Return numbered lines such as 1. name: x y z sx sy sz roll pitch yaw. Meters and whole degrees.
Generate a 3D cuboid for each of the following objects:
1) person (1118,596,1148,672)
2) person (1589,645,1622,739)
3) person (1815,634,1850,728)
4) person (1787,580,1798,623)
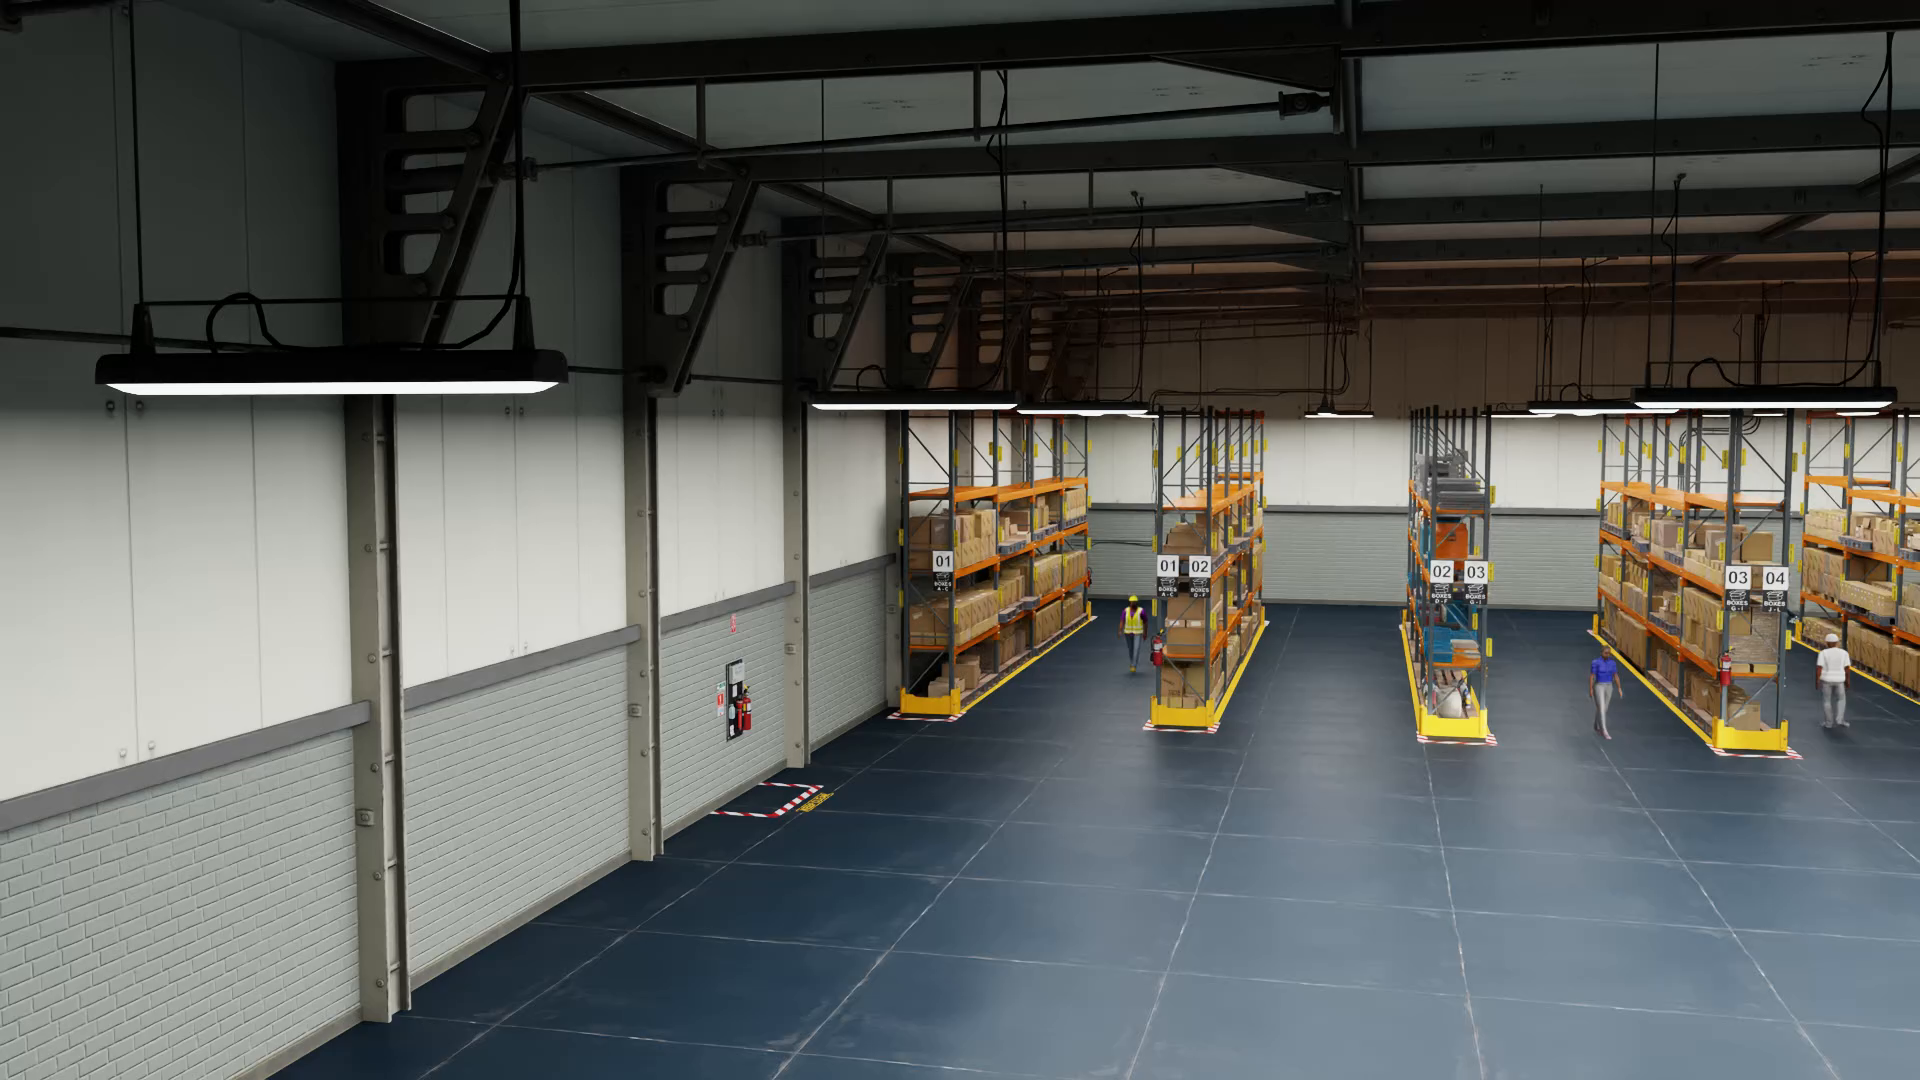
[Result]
1. person: 3.944 2.125 37.973 0.635 1.705 1.077 1 4 16
2. person: 11.718 2.728 30.201 0.498 1.651 0.716 -1 4 -11
3. person: 16.246 2.628 30.952 0.594 1.765 0.548 1 4 14
4. person: 22.968 1.603 46.337 0.842 1.558 0.401 0 4 3
